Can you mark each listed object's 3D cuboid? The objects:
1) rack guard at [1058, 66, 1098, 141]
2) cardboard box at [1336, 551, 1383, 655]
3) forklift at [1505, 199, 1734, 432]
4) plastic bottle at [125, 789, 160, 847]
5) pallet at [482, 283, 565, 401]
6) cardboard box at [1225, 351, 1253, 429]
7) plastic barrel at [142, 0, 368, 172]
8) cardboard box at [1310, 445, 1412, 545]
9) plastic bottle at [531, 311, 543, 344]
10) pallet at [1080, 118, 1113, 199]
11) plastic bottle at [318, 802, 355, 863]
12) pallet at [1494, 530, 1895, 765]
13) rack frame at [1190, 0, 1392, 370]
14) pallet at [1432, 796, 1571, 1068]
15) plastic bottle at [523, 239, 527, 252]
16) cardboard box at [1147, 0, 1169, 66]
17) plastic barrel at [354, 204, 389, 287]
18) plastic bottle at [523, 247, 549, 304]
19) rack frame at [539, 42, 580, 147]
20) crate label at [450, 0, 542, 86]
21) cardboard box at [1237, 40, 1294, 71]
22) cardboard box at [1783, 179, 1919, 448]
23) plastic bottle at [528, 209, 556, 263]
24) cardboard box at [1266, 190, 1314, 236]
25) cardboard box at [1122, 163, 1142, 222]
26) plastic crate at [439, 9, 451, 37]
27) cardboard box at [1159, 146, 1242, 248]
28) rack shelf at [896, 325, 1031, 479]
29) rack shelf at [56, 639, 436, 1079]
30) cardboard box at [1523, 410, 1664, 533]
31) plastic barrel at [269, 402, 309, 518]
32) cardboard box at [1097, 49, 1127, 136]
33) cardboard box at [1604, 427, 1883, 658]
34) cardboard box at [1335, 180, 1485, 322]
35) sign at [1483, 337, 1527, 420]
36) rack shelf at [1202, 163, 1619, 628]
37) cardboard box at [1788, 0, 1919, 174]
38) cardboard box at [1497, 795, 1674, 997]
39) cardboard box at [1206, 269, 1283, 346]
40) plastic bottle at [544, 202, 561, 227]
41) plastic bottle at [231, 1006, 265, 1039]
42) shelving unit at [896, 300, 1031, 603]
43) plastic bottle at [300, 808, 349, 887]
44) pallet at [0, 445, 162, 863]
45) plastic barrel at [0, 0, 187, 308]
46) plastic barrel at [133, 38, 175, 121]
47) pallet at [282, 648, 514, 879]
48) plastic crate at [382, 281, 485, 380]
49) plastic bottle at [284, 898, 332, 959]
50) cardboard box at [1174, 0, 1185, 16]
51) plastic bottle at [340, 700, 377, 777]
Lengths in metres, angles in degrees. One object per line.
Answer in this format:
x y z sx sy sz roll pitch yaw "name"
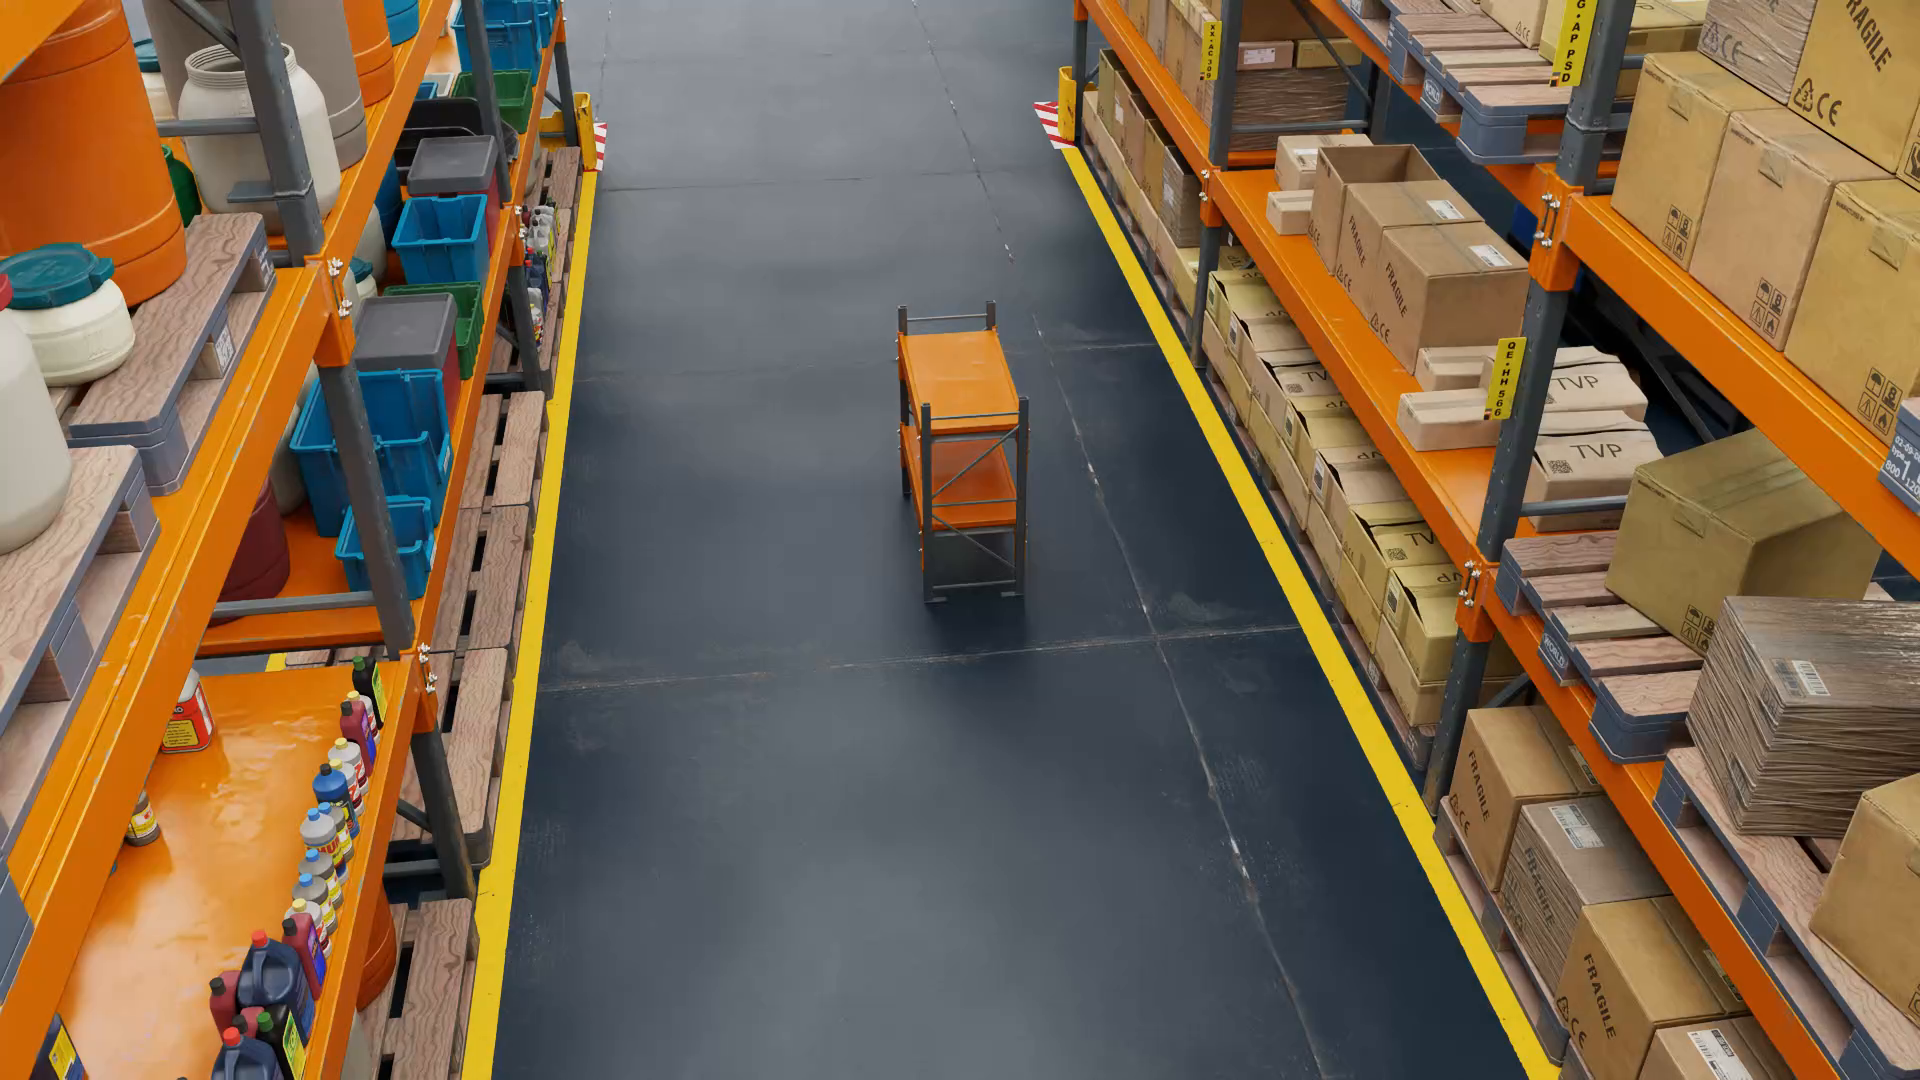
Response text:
1.400 -3.579 13.558 1.175 0.500 0.348 -4 35 -6 "rack guard"
2.094 0.266 7.765 0.500 0.250 0.500 -5 35 -7 "cardboard box"
4.470 -2.305 9.530 1.130 2.935 3.031 -5 35 -8 "forklift"
-2.508 0.825 5.052 0.097 0.201 0.097 0 34 0 "plastic bottle"
-3.017 -1.219 10.351 1.003 0.211 1.213 -4 35 -6 "pallet"
1.817 -0.875 9.438 0.500 0.250 0.500 -4 34 -5 "cardboard box"
-2.325 -1.683 5.447 0.600 0.901 0.600 0 34 0 "plastic barrel"
2.023 -0.248 8.022 0.500 0.311 0.500 -5 35 -7 "cardboard box"
-2.590 -1.287 10.068 0.097 0.201 0.097 0 34 0 "plastic bottle"
1.548 -3.023 12.998 1.003 0.211 1.213 -4 35 -6 "pallet"
-1.885 0.872 4.984 0.097 0.201 0.097 0 34 0 "plastic bottle"
2.640 0.318 5.790 1.213 0.211 1.003 -4 35 -6 "pallet"
1.941 -2.366 9.559 1.000 3.000 0.127 -4 35 -6 "rack frame"
2.542 1.437 6.453 1.003 0.211 1.213 -4 35 -6 "pallet"
-2.891 -1.849 10.827 0.152 0.276 0.135 -4 35 -6 "plastic bottle"
1.664 -3.515 11.155 0.700 0.500 0.500 -3 34 -5 "cardboard box"
-3.056 -1.499 8.165 0.433 0.535 0.433 0 34 0 "plastic barrel"
-2.690 -1.668 10.495 0.144 0.351 0.185 -6 35 -8 "plastic bottle"
-3.505 -4.226 12.287 1.000 3.000 0.127 -4 35 -6 "rack frame"
-2.990 -3.234 10.800 0.502 0.435 0.616 -4 35 -6 "crate label"
1.692 -2.811 9.547 0.380 0.149 0.250 -4 35 -6 "cardboard box"
2.710 -0.600 4.214 0.910 0.500 0.500 -4 35 -6 "cardboard box"
-2.772 -2.009 10.996 0.144 0.351 0.185 -3 34 -4 "plastic bottle"
1.858 -1.753 8.881 0.380 0.149 0.250 -4 35 -6 "cardboard box"
1.455 -2.483 11.798 0.500 0.250 0.500 -4 35 -6 "cardboard box"
-3.704 -3.593 11.593 0.298 0.136 0.250 -4 35 -6 "plastic crate"
1.607 -2.236 10.770 0.500 0.500 0.500 -4 35 -6 "cardboard box"
0.001 -0.703 8.263 0.538 0.278 1.000 -4 35 -6 "rack shelf"
-2.161 1.652 4.301 1.077 0.370 4.000 -4 35 -6 "rack shelf"
2.474 -0.304 6.611 0.500 0.311 0.500 -2 34 -3 "cardboard box"
-2.780 -0.365 6.523 0.421 0.512 0.421 0 34 0 "plastic barrel"
1.324 -3.351 12.406 0.500 0.500 0.500 -4 35 -6 "cardboard box"
2.676 -0.006 5.634 0.700 0.500 0.500 -16 37 -22 "cardboard box"
2.167 -1.405 8.059 0.500 0.500 0.500 -4 35 -6 "cardboard box"
1.930 -0.569 5.893 0.100 0.325 0.005 -4 35 -6 "sign"
2.210 -0.953 8.124 1.077 0.370 4.000 -4 35 -6 "rack shelf"
2.600 -1.300 4.354 0.500 0.500 0.500 -4 35 -6 "cardboard box"
2.333 1.284 6.031 0.500 0.500 0.500 -6 35 -8 "cardboard box"
1.750 -1.386 9.691 0.500 0.311 0.500 -4 35 -6 "cardboard box"
-2.824 -2.259 11.496 0.097 0.201 0.097 0 34 0 "plastic bottle"
-1.816 1.300 4.282 0.061 0.283 0.133 -4 35 -6 "plastic bottle"
0.001 -0.461 8.428 0.538 1.125 1.048 -4 35 -6 "shelving unit"
-1.872 0.897 4.884 0.097 0.271 0.097 0 34 0 "plastic bottle"
-2.249 0.247 3.229 1.003 0.211 1.213 -4 35 -6 "pallet"
-2.356 -1.035 4.187 0.600 0.830 0.708 -4 35 -6 "plastic barrel"
-2.832 -1.636 5.946 0.301 0.262 0.301 0 34 0 "plastic barrel"
-2.495 0.956 7.160 1.003 0.211 1.213 -4 35 -6 "pallet"
-2.454 -0.955 7.676 0.450 0.188 0.662 -4 35 -6 "plastic crate"
-1.832 1.089 4.665 0.097 0.201 0.097 0 34 0 "plastic bottle"
1.557 -3.379 10.380 0.380 0.149 0.250 -5 35 -7 "cardboard box"
-1.921 0.609 5.296 0.061 0.283 0.133 -4 35 -6 "plastic bottle"
